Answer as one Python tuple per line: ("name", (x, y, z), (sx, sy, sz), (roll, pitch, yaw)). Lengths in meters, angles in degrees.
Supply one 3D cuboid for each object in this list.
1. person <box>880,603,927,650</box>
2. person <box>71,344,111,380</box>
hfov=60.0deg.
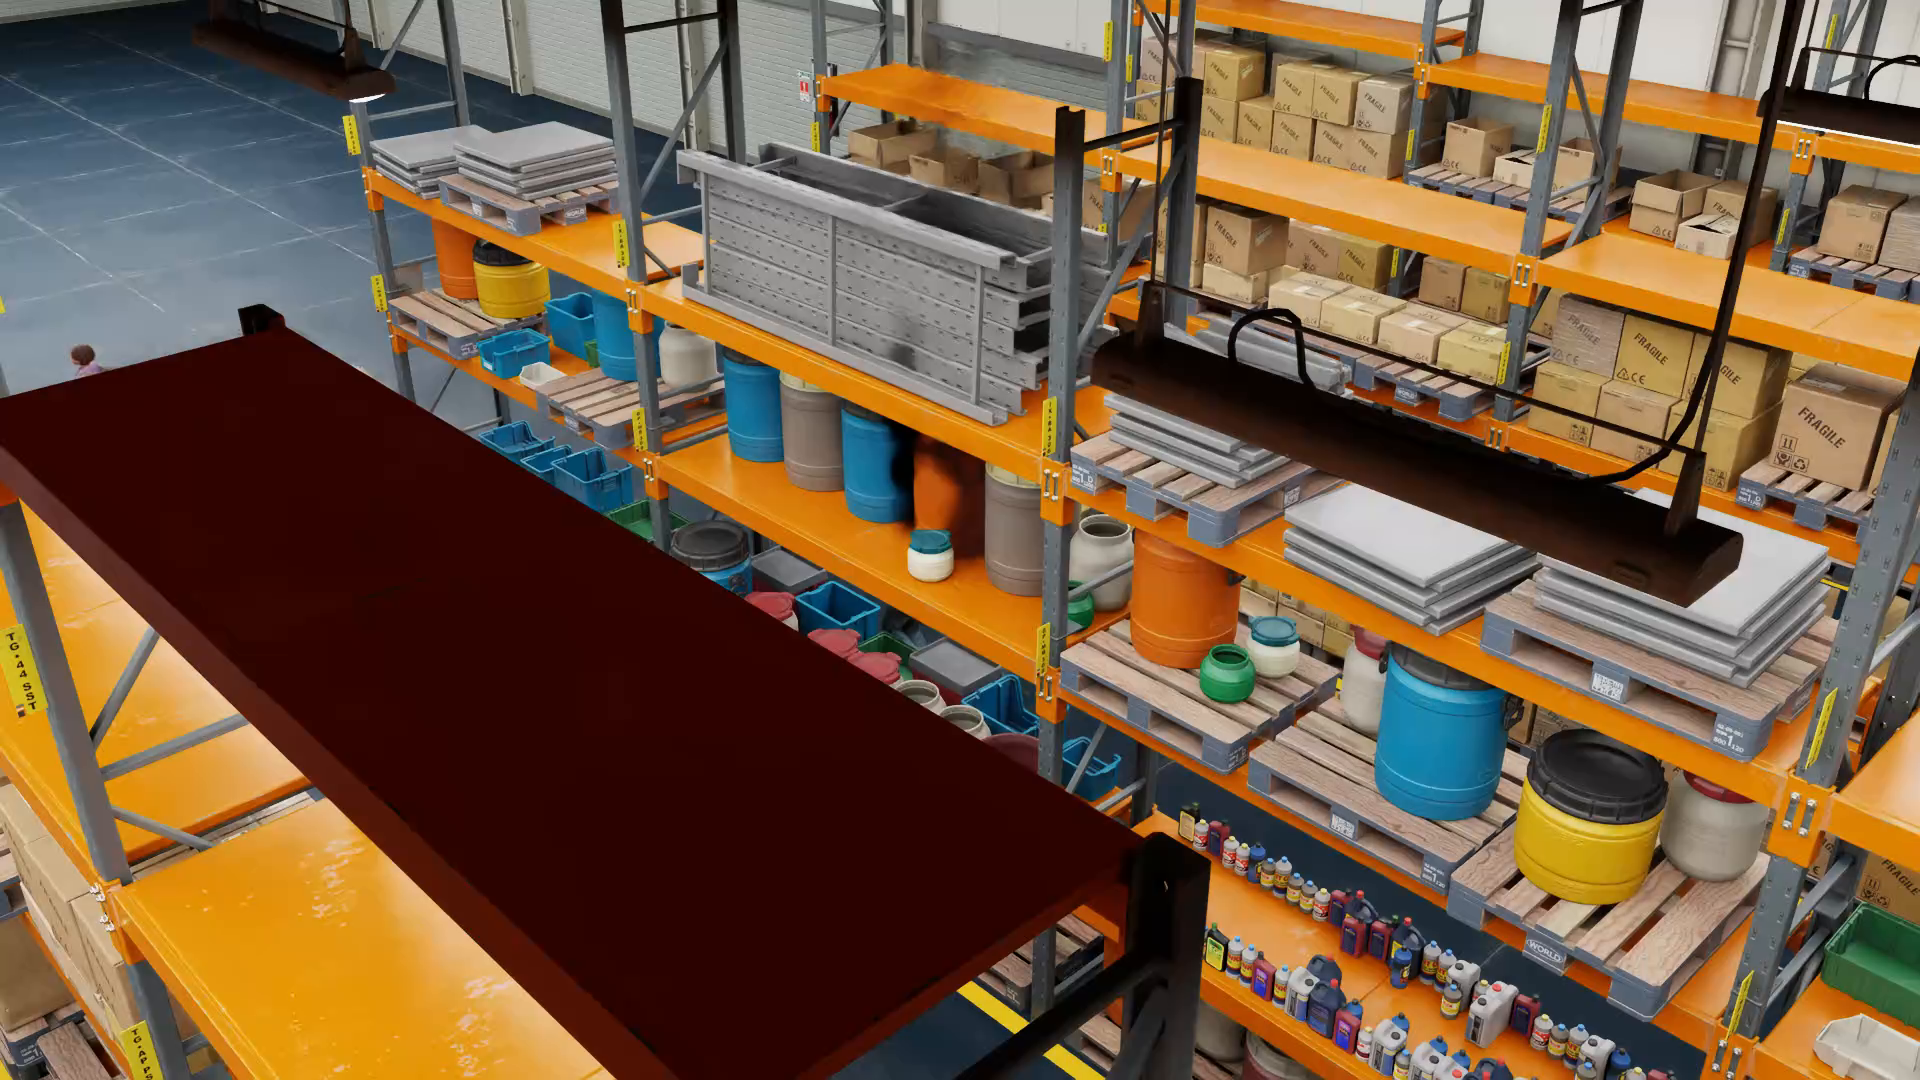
("person", (-0.426, 0.470, 14.152), (0.589, 1.719, 0.692), (22, 35, 35))
("person", (-9.087, -1.306, 17.595), (0.757, 1.621, 0.514), (-13, 31, -23))
